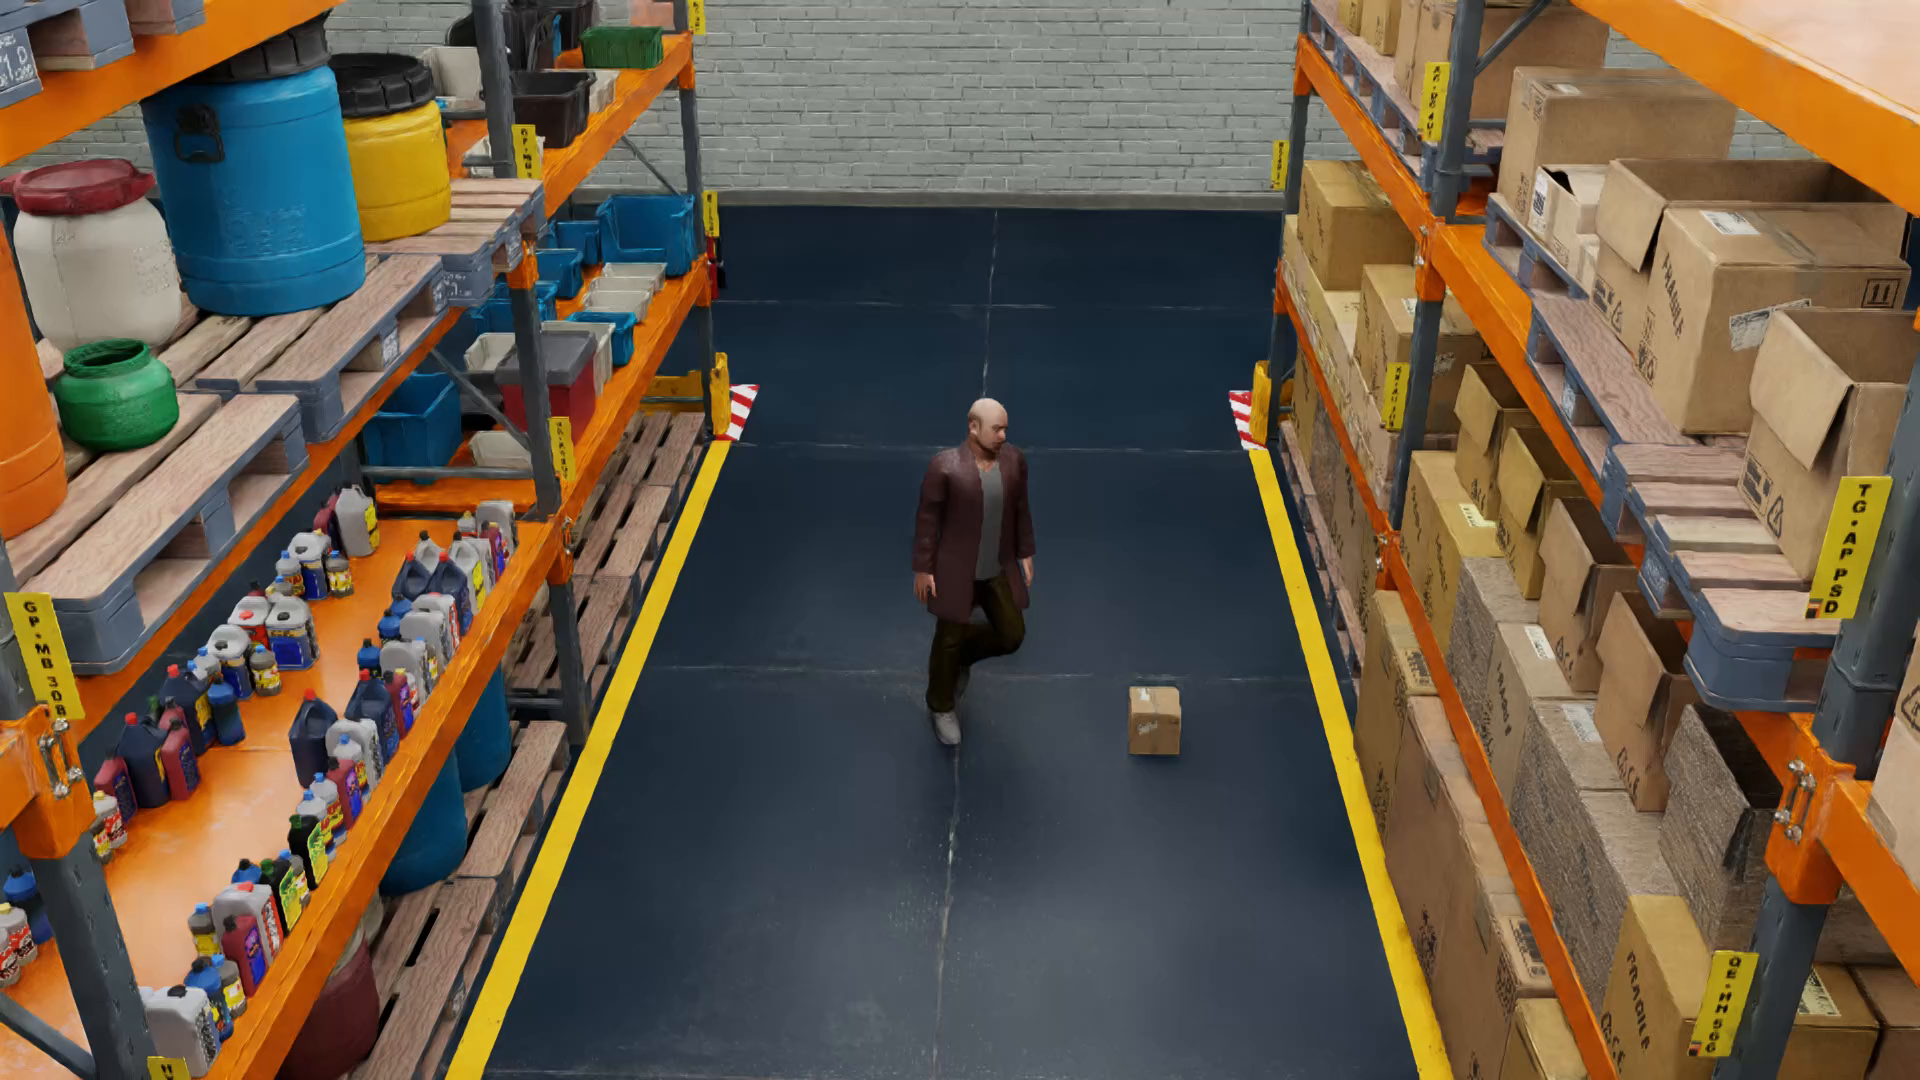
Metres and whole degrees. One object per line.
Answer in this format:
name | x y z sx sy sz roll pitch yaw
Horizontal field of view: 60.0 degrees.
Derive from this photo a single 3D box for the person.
person | 0.070 0.123 8.376 0.676 1.776 0.572 -11 30 -20
